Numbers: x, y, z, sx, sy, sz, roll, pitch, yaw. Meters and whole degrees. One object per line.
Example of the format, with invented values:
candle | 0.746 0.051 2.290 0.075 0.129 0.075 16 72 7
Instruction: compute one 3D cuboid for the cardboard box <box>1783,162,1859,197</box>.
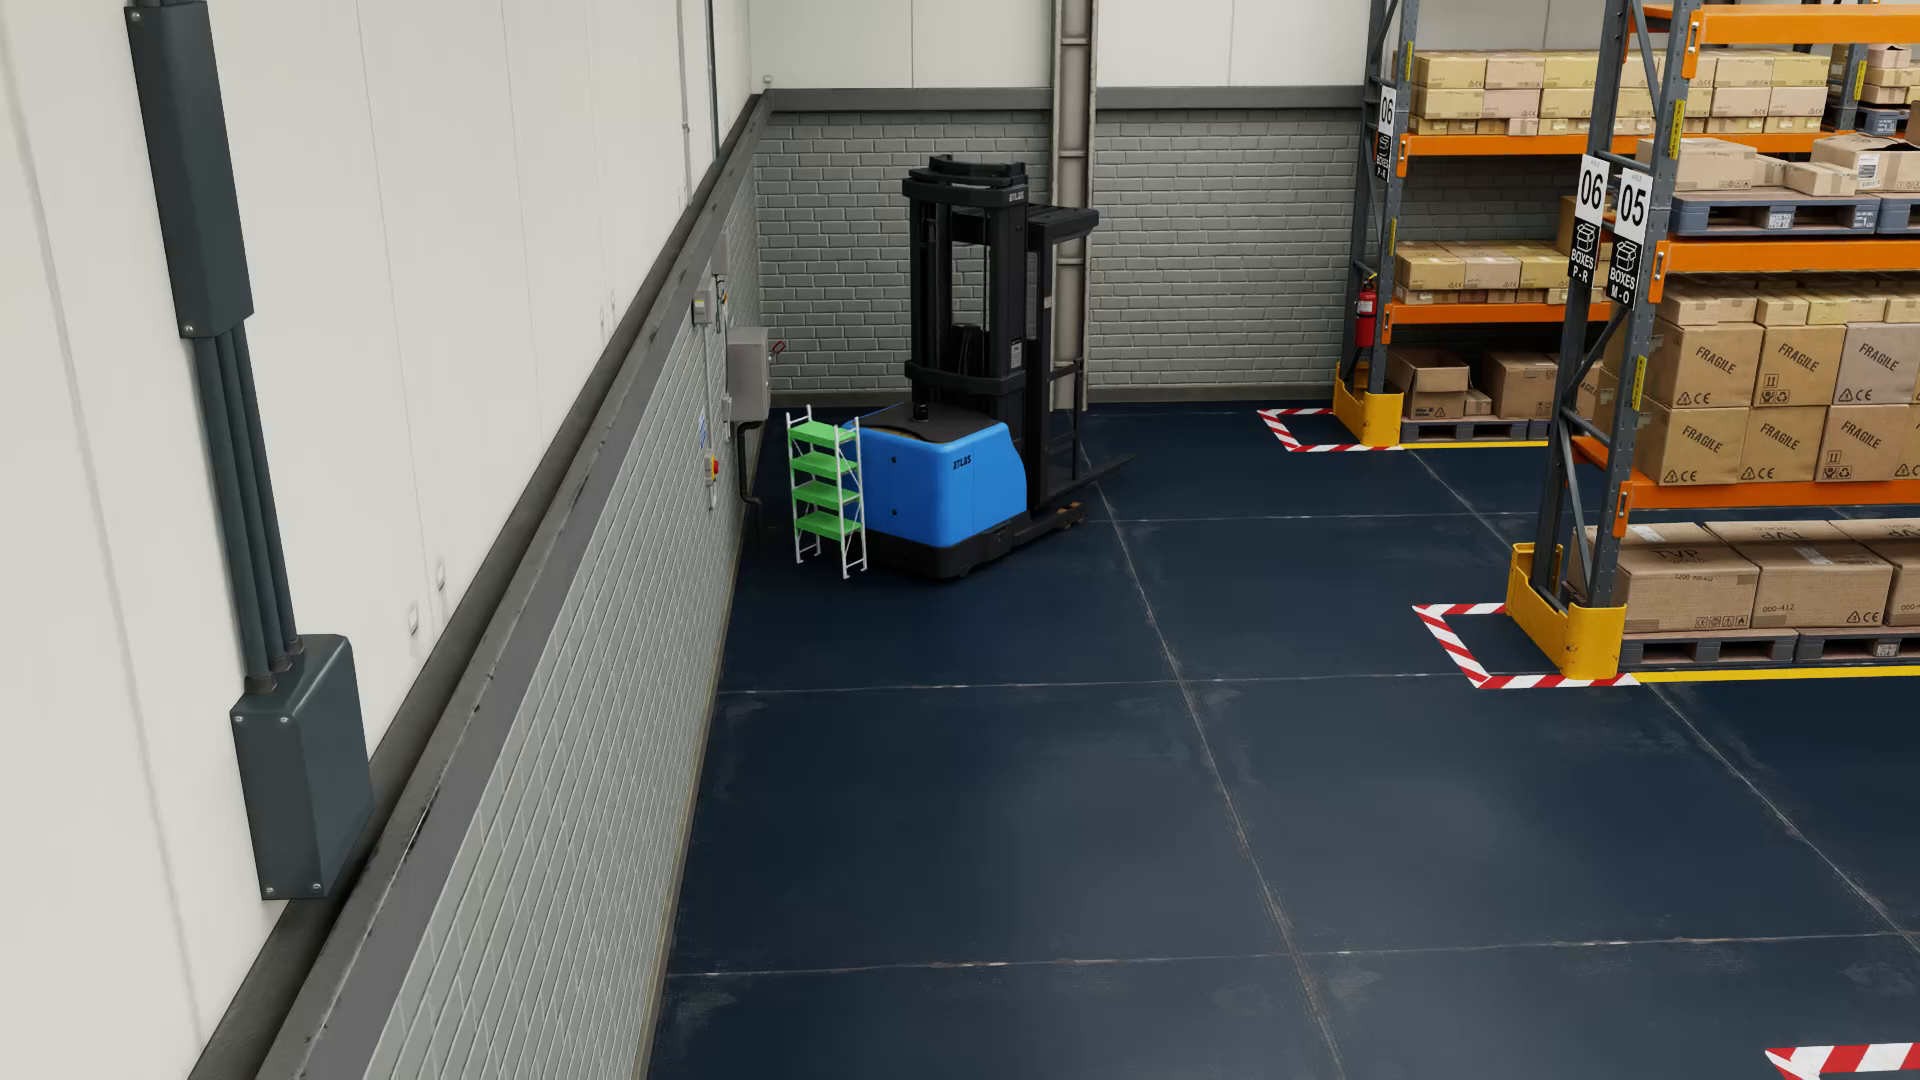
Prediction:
cardboard box | 5.184 -2.174 10.023 0.250 0.149 0.380 0 21 -1

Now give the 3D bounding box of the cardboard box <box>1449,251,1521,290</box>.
cardboard box | 4.770 -2.462 15.165 0.500 0.250 0.500 -1 21 -2

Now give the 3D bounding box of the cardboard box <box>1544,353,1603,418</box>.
cardboard box | 5.803 -1.455 15.650 0.500 0.500 0.500 -1 21 -2

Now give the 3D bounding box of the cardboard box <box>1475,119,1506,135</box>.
cardboard box | 4.647 -3.692 14.739 0.250 0.149 0.380 -1 21 -3

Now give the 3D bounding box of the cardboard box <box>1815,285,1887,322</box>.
cardboard box | 5.500 -1.463 10.292 0.250 0.149 0.380 -1 21 -3

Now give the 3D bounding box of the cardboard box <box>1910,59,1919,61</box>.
cardboard box | 8.850 -4.288 15.157 0.250 0.149 0.380 -1 21 -2

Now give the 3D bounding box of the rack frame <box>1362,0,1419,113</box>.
rack frame | 3.798 -5.273 14.324 0.127 3.000 1.000 -1 21 -3

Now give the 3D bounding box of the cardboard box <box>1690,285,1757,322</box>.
cardboard box | 4.713 -1.463 10.291 0.250 0.149 0.380 -1 21 -2

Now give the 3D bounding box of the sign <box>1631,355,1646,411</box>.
sign | 4.111 -0.951 10.074 0.005 0.325 0.100 -1 21 -3

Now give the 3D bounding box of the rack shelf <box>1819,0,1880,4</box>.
rack shelf | 9.788 -4.872 14.844 4.000 0.370 1.077 -1 21 -3

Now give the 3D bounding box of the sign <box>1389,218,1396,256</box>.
sign | 3.829 -2.681 14.731 0.005 0.325 0.100 -1 21 -3

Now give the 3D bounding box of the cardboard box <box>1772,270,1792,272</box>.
cardboard box | 7.297 -2.523 15.324 0.500 0.250 0.500 -1 21 -2

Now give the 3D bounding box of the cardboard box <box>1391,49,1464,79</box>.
cardboard box | 4.226 -4.282 15.027 0.500 0.250 0.500 -2 21 -5

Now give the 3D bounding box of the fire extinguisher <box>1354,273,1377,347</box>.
fire extinguisher | 3.677 -2.092 15.033 0.183 0.674 0.296 -1 21 -3

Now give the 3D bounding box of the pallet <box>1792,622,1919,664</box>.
pallet | 6.094 0.529 11.435 1.213 0.211 1.003 -1 21 -3

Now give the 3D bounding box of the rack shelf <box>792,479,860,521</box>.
rack shelf | -0.988 -0.300 12.385 0.480 0.148 0.258 17 29 37

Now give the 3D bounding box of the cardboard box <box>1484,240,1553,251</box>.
cardboard box | 5.252 -2.661 15.686 0.500 0.250 0.500 -1 21 -1

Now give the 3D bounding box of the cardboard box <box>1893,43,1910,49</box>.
cardboard box | 8.355 -4.459 15.022 0.258 0.266 0.396 -1 21 -3

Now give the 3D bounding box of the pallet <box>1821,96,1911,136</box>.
pallet | 8.446 -3.853 15.074 1.003 0.211 1.213 -1 21 -3

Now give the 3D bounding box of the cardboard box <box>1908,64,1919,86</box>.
cardboard box | 8.377 -4.098 14.658 0.250 0.149 0.380 -1 21 -2

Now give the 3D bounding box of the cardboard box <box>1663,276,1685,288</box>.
cardboard box | 4.432 -1.602 10.656 0.250 0.149 0.380 -1 21 -2

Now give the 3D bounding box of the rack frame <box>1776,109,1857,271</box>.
rack frame | 7.791 -2.551 15.605 0.127 3.000 1.000 -1 21 -3

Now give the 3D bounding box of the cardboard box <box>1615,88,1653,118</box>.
cardboard box | 5.790 -3.895 14.712 0.500 0.250 0.500 -1 21 -4

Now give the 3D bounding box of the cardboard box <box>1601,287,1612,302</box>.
cardboard box | 5.946 -2.312 15.332 0.250 0.149 0.380 -1 21 -3

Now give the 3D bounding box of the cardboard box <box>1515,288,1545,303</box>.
cardboard box | 5.174 -2.291 15.277 0.250 0.149 0.380 -1 21 -2

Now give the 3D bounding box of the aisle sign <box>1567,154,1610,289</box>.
aisle sign | 3.995 -2.030 10.584 0.004 0.787 0.394 -1 21 -3

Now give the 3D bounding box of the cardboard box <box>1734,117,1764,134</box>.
cardboard box | 6.936 -3.717 14.805 0.250 0.149 0.380 0 21 -1

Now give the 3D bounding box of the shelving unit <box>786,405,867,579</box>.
shelving unit | -0.990 -0.359 12.360 0.503 1.200 0.258 17 29 37

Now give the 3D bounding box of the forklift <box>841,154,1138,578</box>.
forklift | 0.376 -1.548 13.069 1.130 2.935 3.031 15 25 34

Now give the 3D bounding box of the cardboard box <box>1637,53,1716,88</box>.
cardboard box | 6.289 -4.139 14.650 0.500 0.250 0.500 -1 21 -2

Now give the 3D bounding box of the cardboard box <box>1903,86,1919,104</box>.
cardboard box | 8.373 -3.936 14.650 0.250 0.149 0.380 -1 21 -2

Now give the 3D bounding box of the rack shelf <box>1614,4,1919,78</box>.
rack shelf | 6.082 -3.028 9.999 4.000 0.370 1.077 -1 21 -3

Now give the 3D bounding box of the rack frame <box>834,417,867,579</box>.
rack frame | -0.803 -0.303 12.213 0.015 1.200 0.240 17 29 37

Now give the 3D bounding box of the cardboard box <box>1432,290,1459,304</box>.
cardboard box | 4.393 -2.283 15.255 0.250 0.149 0.380 -1 21 -2

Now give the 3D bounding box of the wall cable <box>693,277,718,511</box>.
wall cable | -1.543 -1.073 10.252 0.123 1.953 0.585 -1 21 -3

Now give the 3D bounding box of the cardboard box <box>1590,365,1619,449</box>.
cardboard box | 4.551 -0.857 11.016 0.500 0.500 0.500 -1 21 -3

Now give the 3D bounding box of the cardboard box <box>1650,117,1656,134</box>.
cardboard box | 6.171 -3.711 14.790 0.250 0.149 0.380 -1 21 -3

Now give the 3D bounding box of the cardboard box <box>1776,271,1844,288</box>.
cardboard box | 5.456 -1.621 10.707 0.250 0.149 0.380 -1 21 -4

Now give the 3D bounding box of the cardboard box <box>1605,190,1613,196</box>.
cardboard box | 6.289 -3.034 15.614 0.500 0.500 0.500 -2 21 -5

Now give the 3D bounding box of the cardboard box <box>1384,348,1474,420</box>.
cardboard box | 4.414 -1.478 15.705 0.637 0.503 0.797 -2 21 -5

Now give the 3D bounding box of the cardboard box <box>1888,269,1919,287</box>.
cardboard box | 6.227 -1.666 10.825 0.250 0.149 0.380 -1 21 -3

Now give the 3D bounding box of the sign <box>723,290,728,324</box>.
sign | -1.721 -1.695 12.196 0.001 0.242 0.339 -1 21 -3

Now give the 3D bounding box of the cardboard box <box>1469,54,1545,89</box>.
cardboard box | 4.764 -4.097 14.542 0.500 0.250 0.500 -1 21 -3

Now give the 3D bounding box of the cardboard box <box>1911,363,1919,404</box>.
cardboard box | 6.107 -1.166 10.421 0.500 0.500 0.500 -1 21 -3

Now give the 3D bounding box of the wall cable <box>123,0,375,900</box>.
wall cable | -1.191 -2.603 2.789 0.120 5.999 2.277 -1 21 -3

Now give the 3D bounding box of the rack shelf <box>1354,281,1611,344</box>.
rack shelf | 5.795 -2.174 15.626 4.000 0.370 1.077 -1 21 -3

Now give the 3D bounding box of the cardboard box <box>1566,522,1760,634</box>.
cardboard box | 4.738 0.246 11.270 0.875 0.438 0.875 -2 21 -5

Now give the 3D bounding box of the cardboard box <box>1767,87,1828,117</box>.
cardboard box | 7.324 -3.923 14.786 0.500 0.250 0.500 -1 21 -3

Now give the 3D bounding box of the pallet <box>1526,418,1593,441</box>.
pallet | 5.885 -1.208 15.998 1.213 0.211 1.003 -1 21 -3

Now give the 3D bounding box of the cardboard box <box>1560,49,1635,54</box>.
cardboard box | 5.760 -4.307 15.093 0.500 0.250 0.500 -1 21 -3

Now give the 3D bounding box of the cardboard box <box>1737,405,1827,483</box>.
cardboard box | 5.084 -0.681 10.554 0.500 0.500 0.500 -1 21 -4

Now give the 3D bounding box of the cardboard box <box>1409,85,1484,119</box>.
cardboard box | 4.257 -3.852 14.600 0.500 0.250 0.500 -1 21 -4

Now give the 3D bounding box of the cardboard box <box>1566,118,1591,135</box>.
cardboard box | 5.406 -3.695 14.748 0.250 0.149 0.380 -1 21 -4
